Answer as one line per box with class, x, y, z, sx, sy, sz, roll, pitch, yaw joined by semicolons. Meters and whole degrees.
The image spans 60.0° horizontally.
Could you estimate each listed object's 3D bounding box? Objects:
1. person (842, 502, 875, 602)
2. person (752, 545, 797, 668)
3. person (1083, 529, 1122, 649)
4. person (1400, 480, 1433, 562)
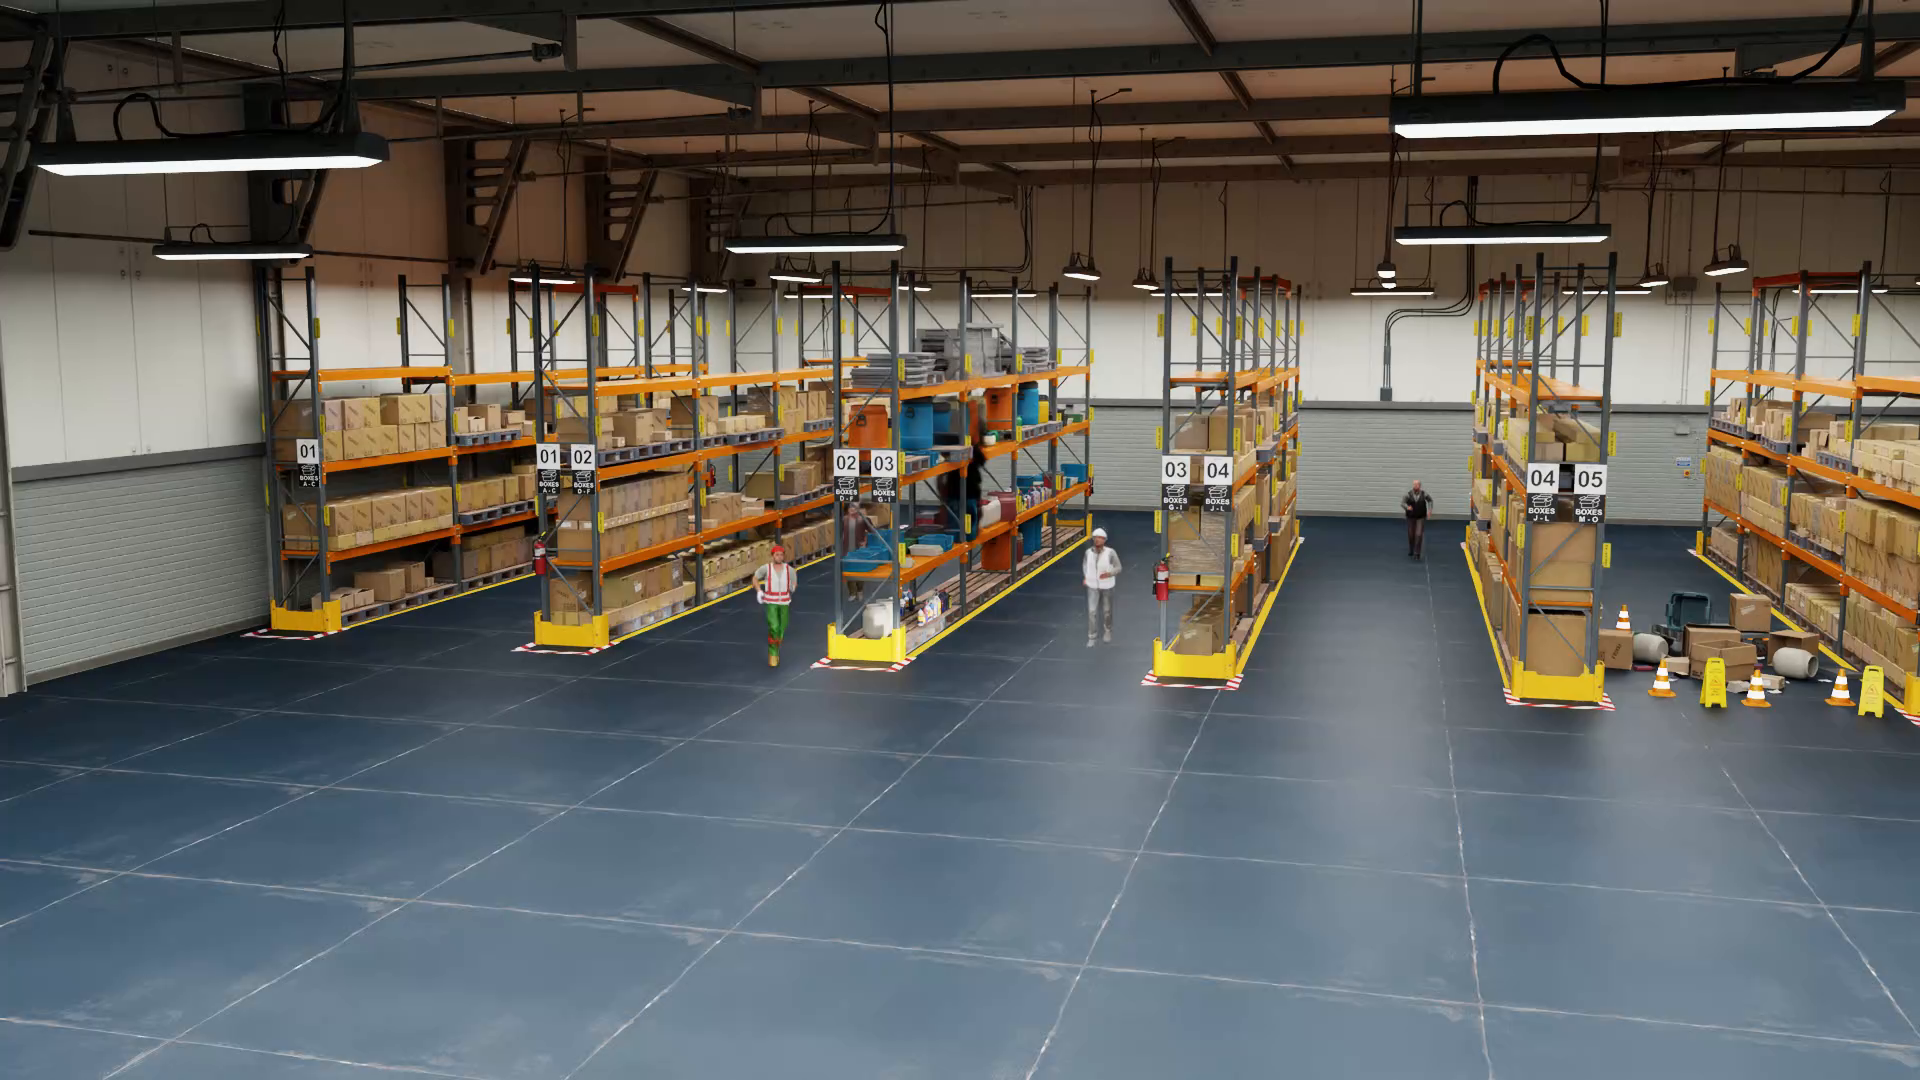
person;-1.846;0.211;28.758;0.705;1.756;0.616;1;7;9
person;-2.721;0.982;24.808;0.632;1.817;0.749;-3;8;-24
person;2.156;0.721;25.362;0.650;1.806;0.828;2;8;18
person;9.909;-0.434;36.140;0.672;1.765;0.836;3;8;19
